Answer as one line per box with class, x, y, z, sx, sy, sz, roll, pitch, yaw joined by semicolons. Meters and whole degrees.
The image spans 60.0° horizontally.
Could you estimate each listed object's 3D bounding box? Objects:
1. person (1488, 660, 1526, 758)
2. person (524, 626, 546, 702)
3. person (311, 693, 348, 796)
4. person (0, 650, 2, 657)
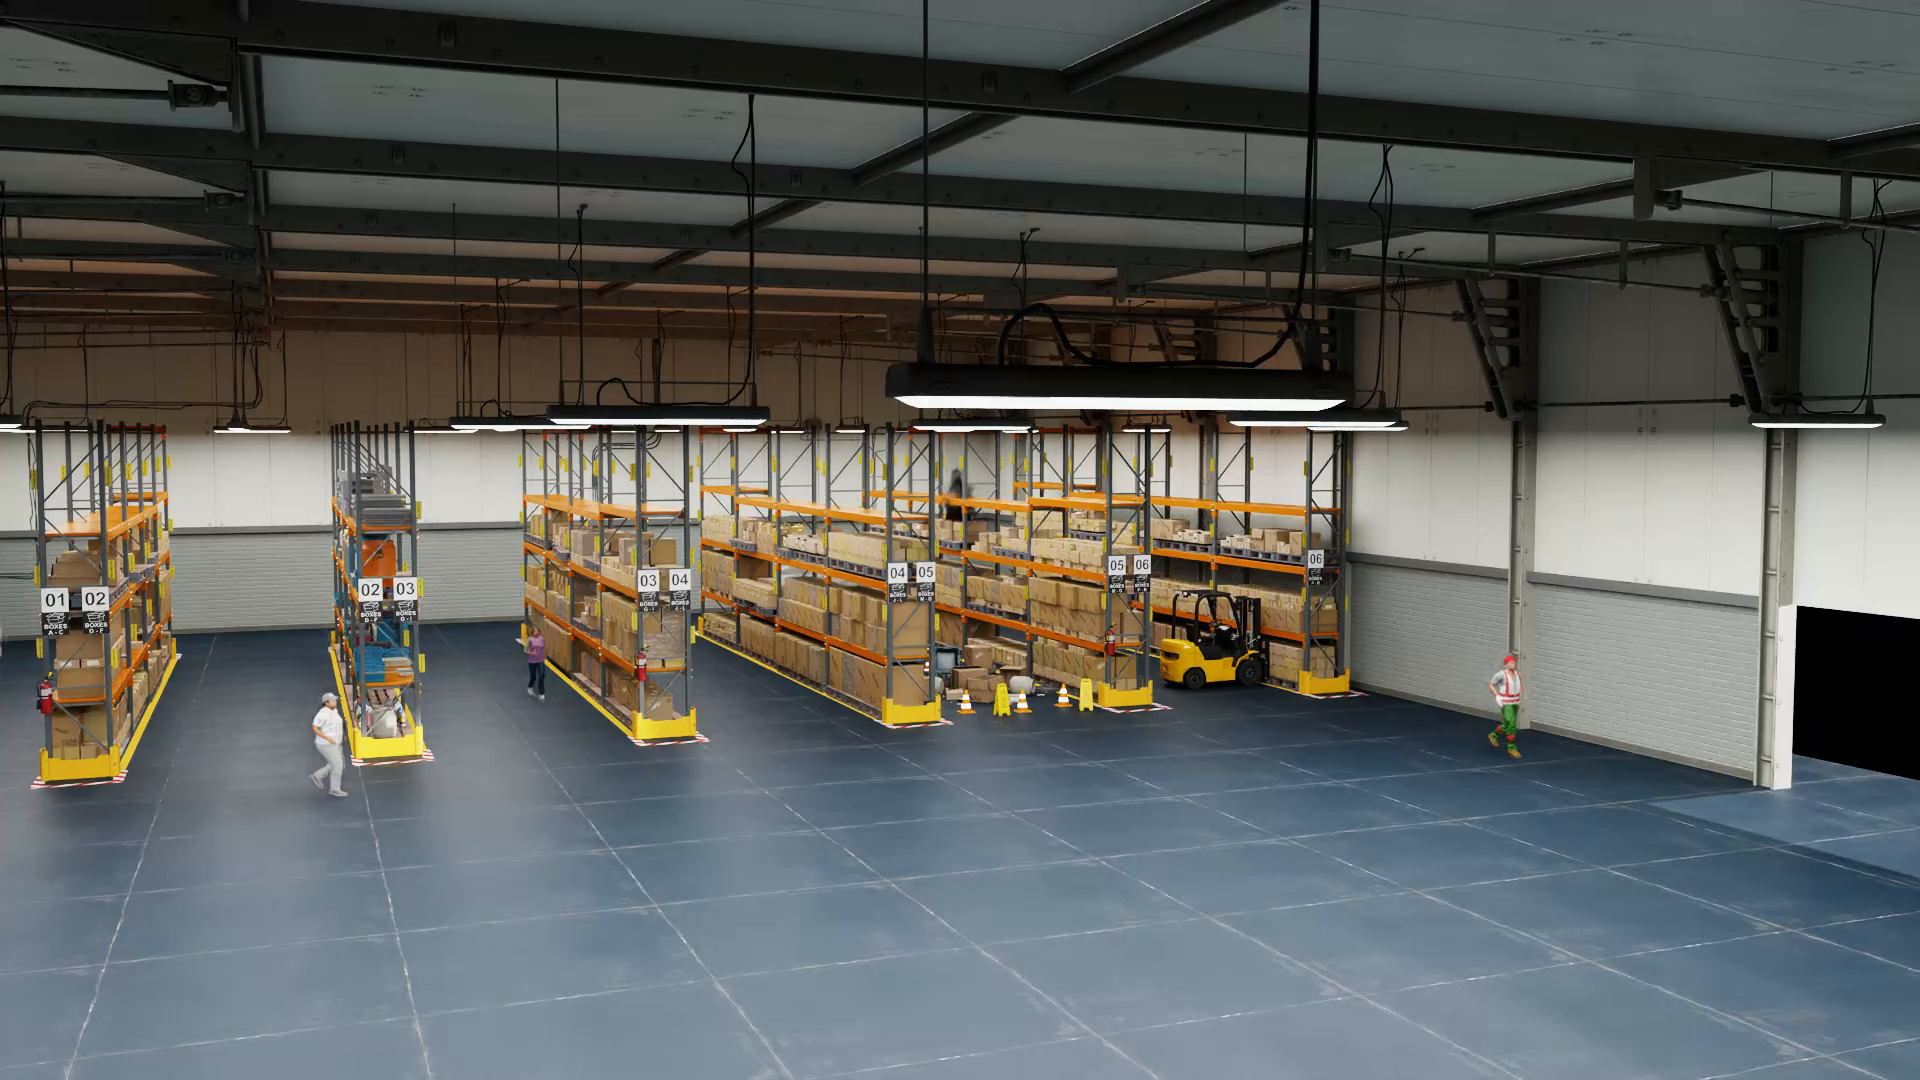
person;9.833;2.979;29.892;0.652;1.757;0.867;-2;4;-26
person;-9.207;2.662;36.089;0.538;1.605;0.877;-2;4;-31
person;-10.079;3.255;26.483;0.631;1.648;0.614;0;4;4
person;-20.568;2.702;35.192;0.531;1.594;0.883;-2;4;-31
